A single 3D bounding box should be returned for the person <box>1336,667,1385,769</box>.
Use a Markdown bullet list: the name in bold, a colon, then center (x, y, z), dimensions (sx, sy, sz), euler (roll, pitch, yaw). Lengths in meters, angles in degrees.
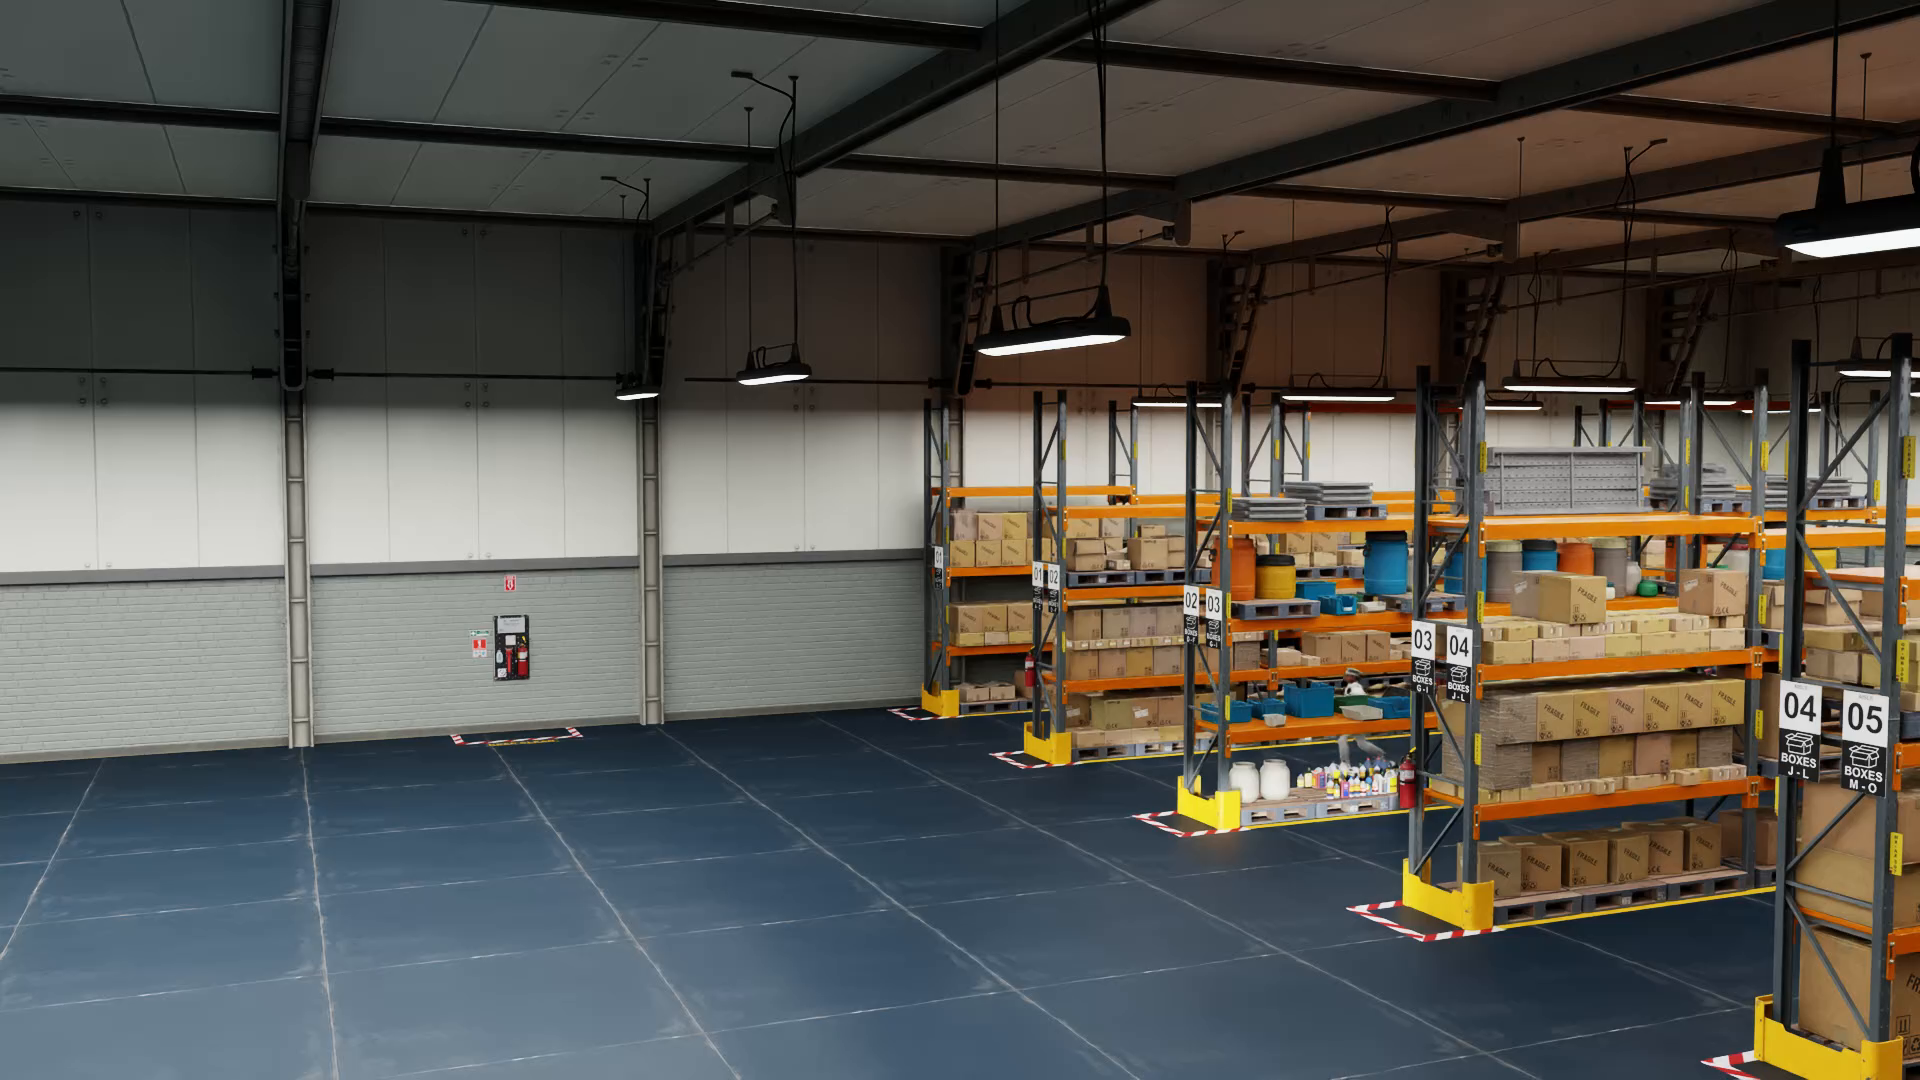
- **person**: center (6.258, 2.794, 26.060), dimensions (0.863, 1.640, 0.453), euler (-2, 4, -25)
